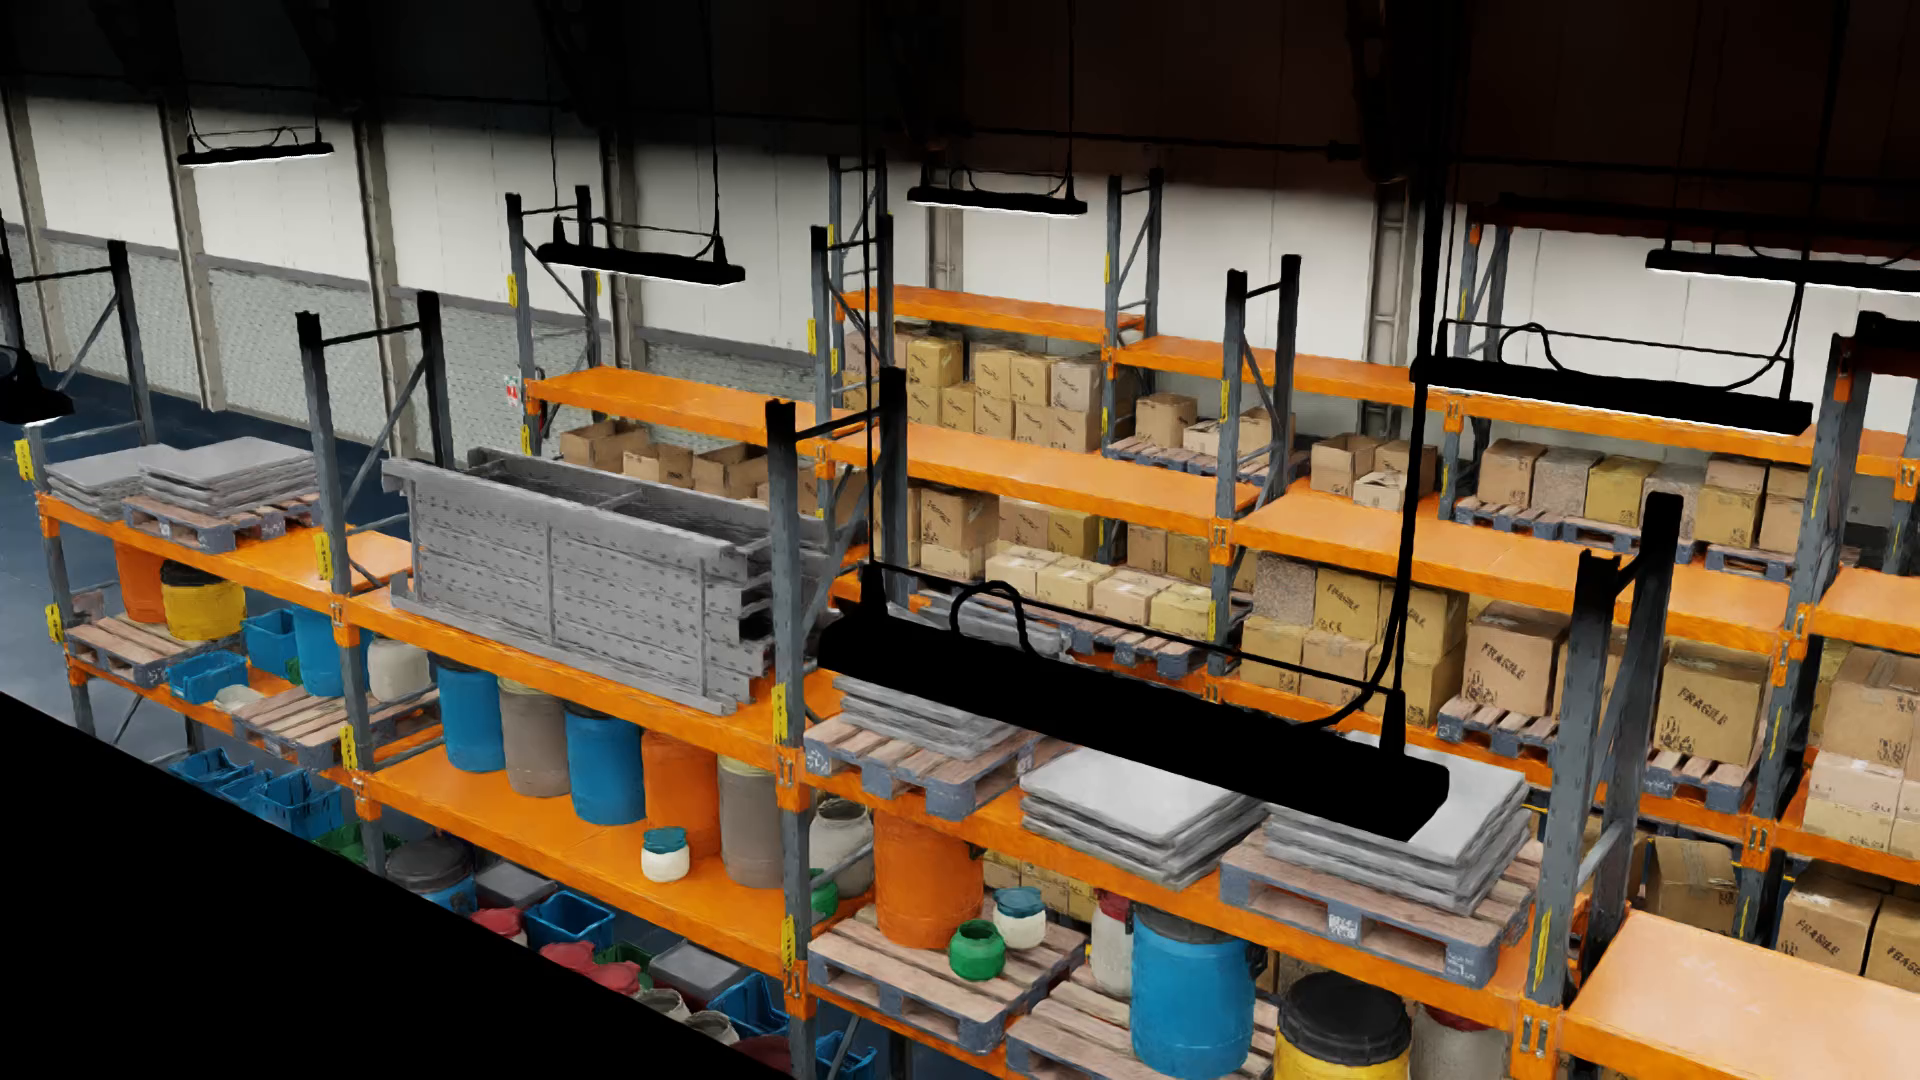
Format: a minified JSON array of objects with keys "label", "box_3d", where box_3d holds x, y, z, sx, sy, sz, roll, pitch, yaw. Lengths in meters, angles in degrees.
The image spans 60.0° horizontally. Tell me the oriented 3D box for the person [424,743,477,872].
[{"label":"person","box_3d":[-4.596,2.553,15.003,1.090,1.552,0.479,14,23,36]}]
